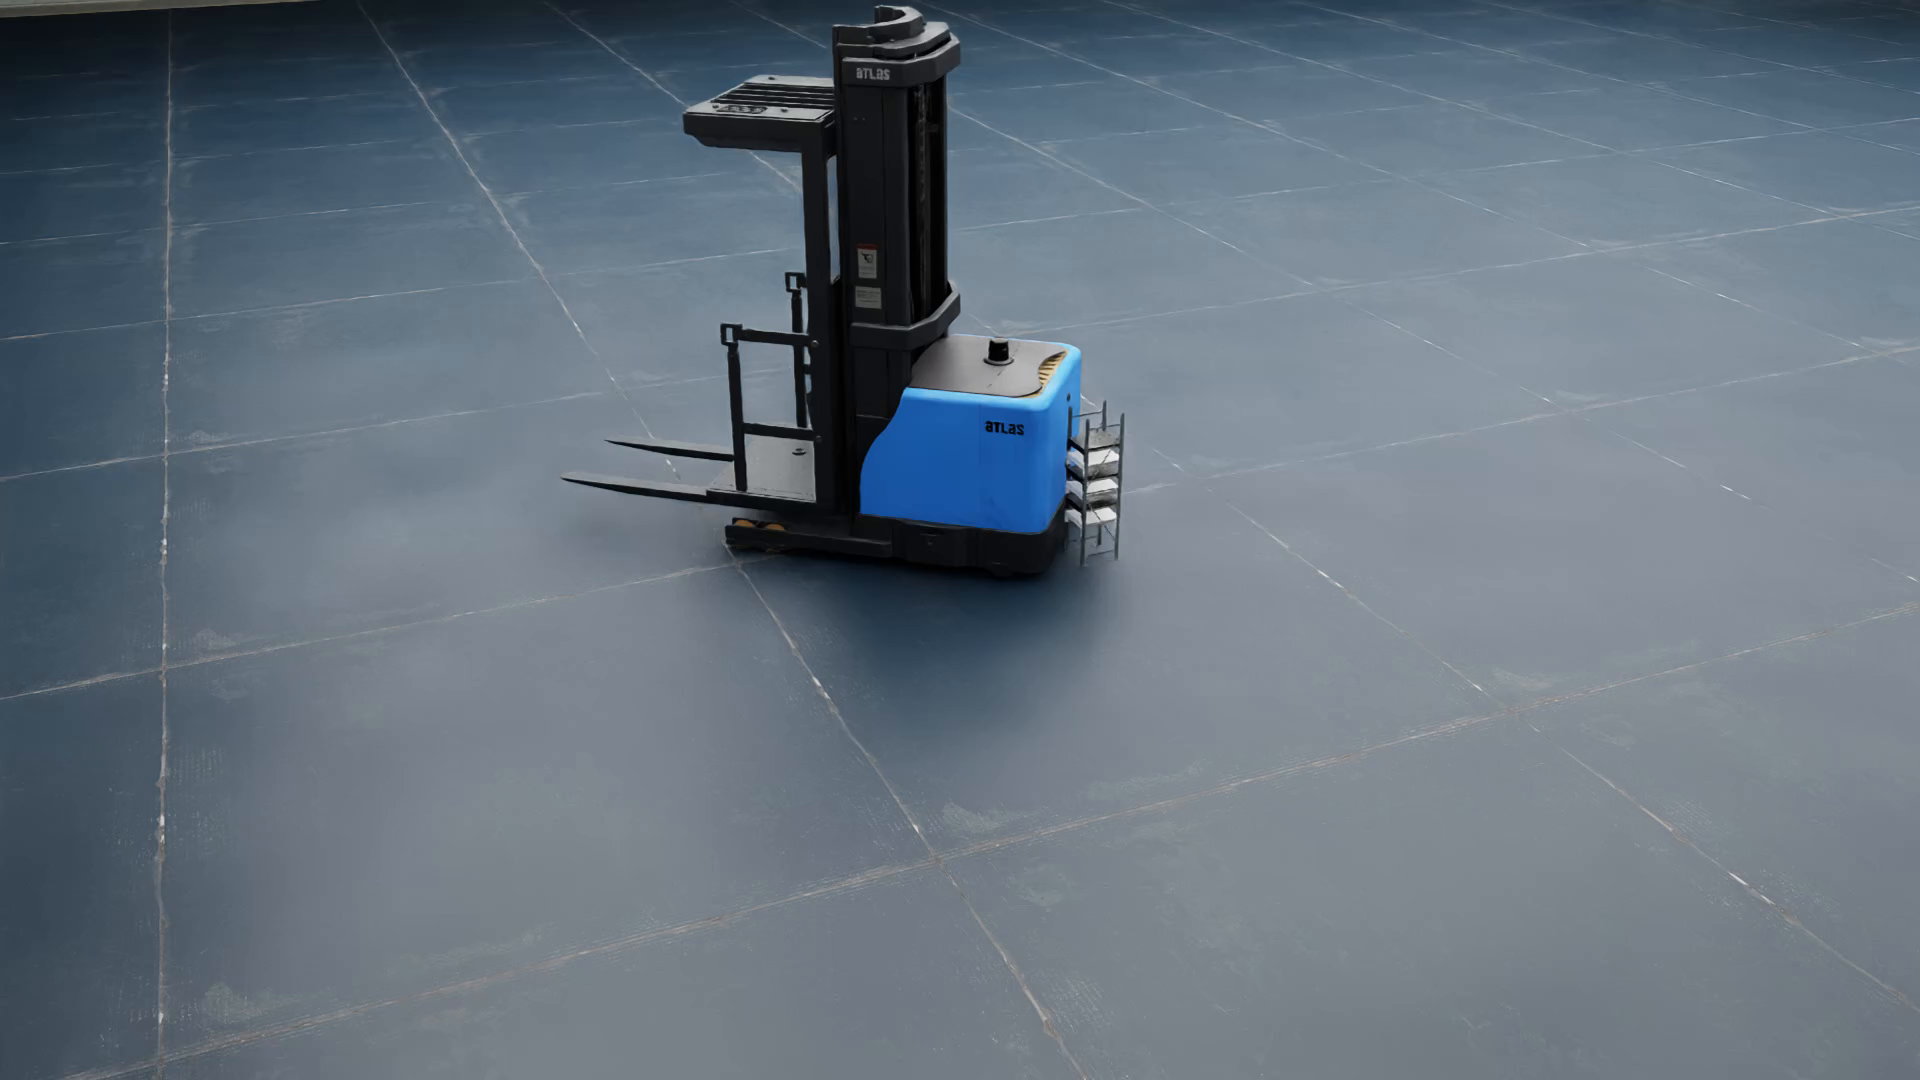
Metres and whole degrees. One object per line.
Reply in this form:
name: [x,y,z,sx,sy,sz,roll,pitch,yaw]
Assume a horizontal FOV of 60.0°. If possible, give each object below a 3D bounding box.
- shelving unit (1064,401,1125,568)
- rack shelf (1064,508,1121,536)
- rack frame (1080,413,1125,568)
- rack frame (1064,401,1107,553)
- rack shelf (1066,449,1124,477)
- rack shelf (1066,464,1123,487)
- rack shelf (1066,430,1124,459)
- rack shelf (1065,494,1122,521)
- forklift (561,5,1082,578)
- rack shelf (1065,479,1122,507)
shelving unit: [0.752,-0.311,9.362,0.258,0.900,0.210,-11,28,-22]
rack shelf: [0.752,-0.120,9.456,0.258,0.077,0.200,-11,28,-22]
rack frame: [0.794,-0.271,9.279,0.240,0.900,0.006,-11,28,-22]
rack frame: [0.711,-0.352,9.445,0.240,0.900,0.006,-11,28,-22]
rack shelf: [0.753,-0.443,9.298,0.258,0.077,0.200,-11,28,-22]
rack shelf: [0.752,-0.362,9.337,0.258,0.077,0.200,-11,28,-22]
rack shelf: [0.753,-0.524,9.258,0.258,0.077,0.200,-11,28,-22]
rack shelf: [0.752,-0.201,9.416,0.258,0.077,0.200,-11,28,-22]
forklift: [-0.860,-1.455,9.390,3.031,2.935,1.130,7,27,14]
rack shelf: [0.752,-0.281,9.377,0.258,0.077,0.200,-11,28,-22]
